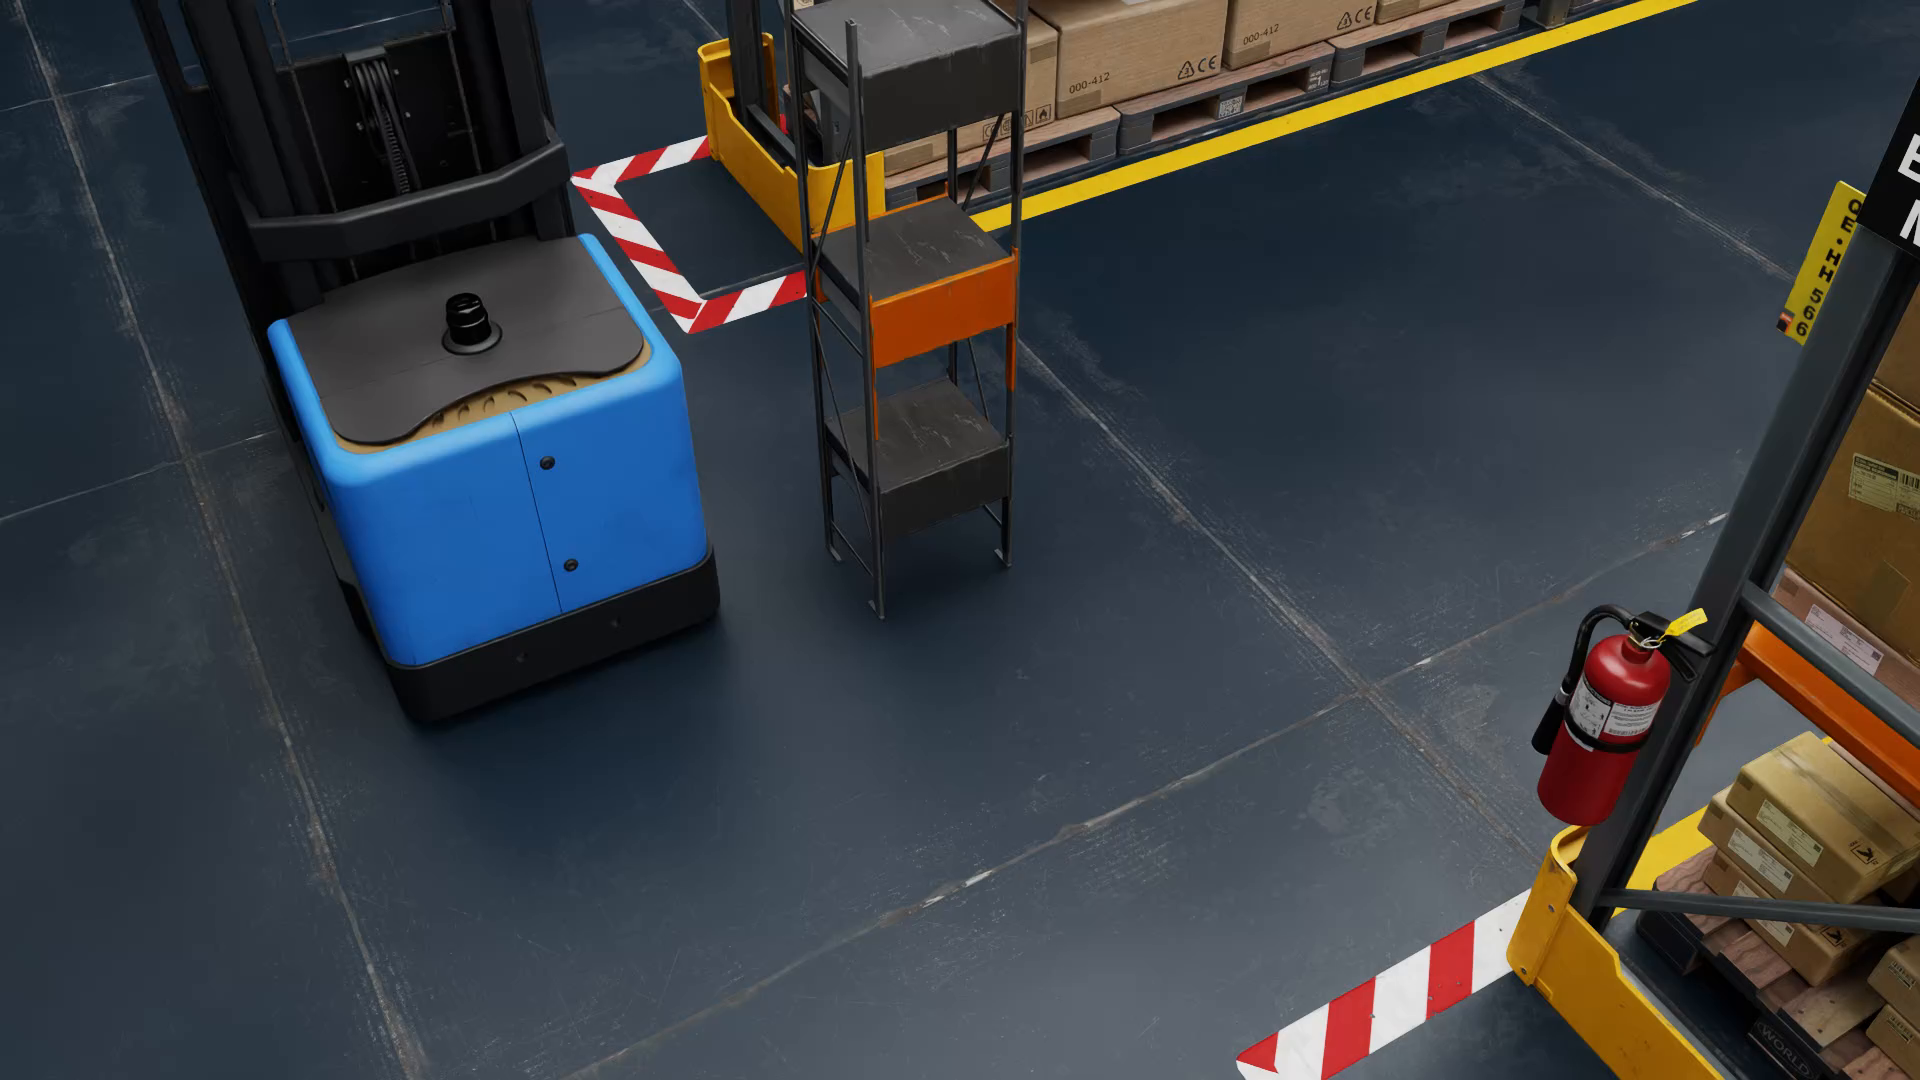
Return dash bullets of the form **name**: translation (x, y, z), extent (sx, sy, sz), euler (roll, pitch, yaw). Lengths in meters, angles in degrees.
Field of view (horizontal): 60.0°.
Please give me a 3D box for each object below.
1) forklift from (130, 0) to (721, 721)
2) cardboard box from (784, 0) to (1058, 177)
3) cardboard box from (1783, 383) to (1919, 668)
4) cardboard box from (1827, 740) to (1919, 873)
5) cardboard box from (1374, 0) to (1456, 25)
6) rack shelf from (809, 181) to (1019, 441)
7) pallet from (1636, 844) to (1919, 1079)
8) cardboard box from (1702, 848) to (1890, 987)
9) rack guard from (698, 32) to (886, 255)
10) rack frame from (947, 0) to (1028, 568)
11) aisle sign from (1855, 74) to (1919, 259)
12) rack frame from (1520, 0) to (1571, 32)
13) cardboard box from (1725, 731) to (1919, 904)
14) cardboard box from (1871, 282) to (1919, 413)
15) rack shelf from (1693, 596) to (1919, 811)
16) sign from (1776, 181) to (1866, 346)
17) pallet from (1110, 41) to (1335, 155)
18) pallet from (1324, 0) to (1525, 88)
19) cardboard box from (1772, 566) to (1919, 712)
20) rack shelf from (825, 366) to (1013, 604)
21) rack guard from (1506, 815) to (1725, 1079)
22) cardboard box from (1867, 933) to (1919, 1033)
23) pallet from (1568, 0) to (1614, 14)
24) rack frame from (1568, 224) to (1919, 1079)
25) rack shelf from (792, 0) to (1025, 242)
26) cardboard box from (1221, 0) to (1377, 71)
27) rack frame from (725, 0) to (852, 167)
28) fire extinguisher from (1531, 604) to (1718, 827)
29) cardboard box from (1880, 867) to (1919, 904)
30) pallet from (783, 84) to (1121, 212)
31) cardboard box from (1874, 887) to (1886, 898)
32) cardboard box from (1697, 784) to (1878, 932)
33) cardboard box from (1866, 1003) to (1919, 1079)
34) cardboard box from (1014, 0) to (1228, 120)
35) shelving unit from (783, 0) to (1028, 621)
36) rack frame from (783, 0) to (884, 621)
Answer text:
- **forklift**: translation (-1.930, -1.521, 5.213), extent (1.130, 2.935, 3.031), euler (-21, 48, -20)
- **cardboard box**: translation (-0.180, -2.098, 7.296), extent (0.875, 0.438, 0.875), euler (-23, 49, -22)
- **cardboard box**: translation (2.113, -0.077, 3.390), extent (0.500, 0.500, 0.500), euler (-21, 48, -20)
- **cardboard box**: translation (2.430, 0.646, 4.249), extent (0.250, 0.149, 0.380), euler (-21, 48, -20)
- **cardboard box**: translation (2.168, -3.043, 8.270), extent (0.875, 0.438, 0.875), euler (-22, 48, -21)
- **rack shelf**: translation (-0.144, -0.686, 4.969), extent (0.480, 0.518, 0.431), euler (-22, 48, -21)
- **pallet**: translation (2.639, 1.090, 4.475), extent (1.213, 0.211, 1.003), euler (-22, 48, -21)
- **cardboard box**: translation (2.204, 0.940, 4.373), extent (0.250, 0.149, 0.380), euler (-21, 48, -20)
- **rack guard**: translation (-0.723, -1.672, 7.114), extent (0.348, 0.500, 1.175), euler (-22, 48, -21)
- **rack frame**: translation (0.068, -0.781, 5.047), extent (0.015, 2.100, 0.400), euler (-22, 48, -21)
- **aisle sign**: translation (1.638, -0.712, 2.463), extent (0.004, 0.787, 0.394), euler (-22, 48, -21)
- **rack frame**: translation (2.766, -3.965, 7.682), extent (0.127, 3.000, 1.000), euler (-22, 48, -21)
- **cardboard box**: translation (2.184, 0.699, 4.194), extent (0.250, 0.149, 0.380), euler (-21, 48, -20)
- **cardboard box**: translation (2.124, -0.434, 3.040), extent (0.500, 0.500, 0.500), euler (-23, 49, -22)
- **rack shelf**: translation (3.585, -0.059, 4.174), extent (4.000, 0.370, 1.077), euler (-22, 48, -21)
- **sign**: translation (1.592, -0.494, 3.047), extent (0.005, 0.325, 0.100), euler (-22, 48, -21)
- **pallet**: translation (1.008, -2.322, 7.991), extent (1.213, 0.211, 1.003), euler (-22, 48, -21)
- **pallet**: translation (2.067, -2.748, 8.430), extent (1.213, 0.211, 1.003), euler (-22, 48, -21)
- **cardboard box**: translation (1.993, 0.183, 3.588), extent (0.250, 0.149, 0.380), euler (-22, 48, -21)
- **rack shelf**: translation (-0.144, -0.184, 5.457), extent (0.480, 0.518, 0.431), euler (-22, 48, -21)
- **rack guard**: translation (1.917, 1.247, 4.106), extent (0.348, 0.500, 1.175), euler (-22, 48, -21)
- **cardboard box**: translation (2.433, 1.116, 3.979), extent (0.250, 0.149, 0.380), euler (-20, 48, -19)
- **pallet**: translation (3.397, -3.278, 8.976), extent (1.213, 0.211, 1.003), euler (-22, 48, -21)
- **rack frame**: translation (1.851, 0.377, 3.208), extent (0.127, 3.000, 1.000), euler (-22, 48, -21)
- **rack shelf**: translation (-0.144, -1.189, 4.482), extent (0.480, 0.518, 0.431), euler (-22, 48, -21)
- **cardboard box**: translation (1.392, -2.732, 7.950), extent (0.875, 0.438, 0.875), euler (-23, 49, -22)
- **rack frame**: translation (-0.703, -2.577, 6.252), extent (0.127, 3.000, 1.000), euler (-22, 48, -21)
- **fire extinguisher**: translation (1.403, 0.347, 3.562), extent (0.183, 0.674, 0.296), euler (-22, 48, -21)
- **cardboard box**: translation (2.420, 0.729, 4.377), extent (0.250, 0.149, 0.380), euler (-23, 49, -22)
- **pallet**: translation (-0.048, -1.901, 7.558), extent (1.213, 0.211, 1.003), euler (-22, 48, -21)
- **cardboard box**: translation (2.376, 0.790, 4.528), extent (0.250, 0.149, 0.380), euler (-20, 48, -20)
- **cardboard box**: translation (2.167, 0.787, 4.317), extent (0.250, 0.149, 0.380), euler (-23, 49, -22)
- **cardboard box**: translation (2.465, 1.261, 4.043), extent (0.250, 0.149, 0.380), euler (-21, 48, -20)
- **cardboard box**: translation (0.609, -2.421, 7.629), extent (0.875, 0.438, 0.875), euler (-21, 48, -20)
- **shelving unit**: translation (-0.144, -0.696, 4.960), extent (0.503, 2.100, 0.431), euler (-22, 48, -21)
- **rack frame**: translation (-0.355, -0.611, 4.872), extent (0.015, 2.100, 0.400), euler (-22, 48, -21)
